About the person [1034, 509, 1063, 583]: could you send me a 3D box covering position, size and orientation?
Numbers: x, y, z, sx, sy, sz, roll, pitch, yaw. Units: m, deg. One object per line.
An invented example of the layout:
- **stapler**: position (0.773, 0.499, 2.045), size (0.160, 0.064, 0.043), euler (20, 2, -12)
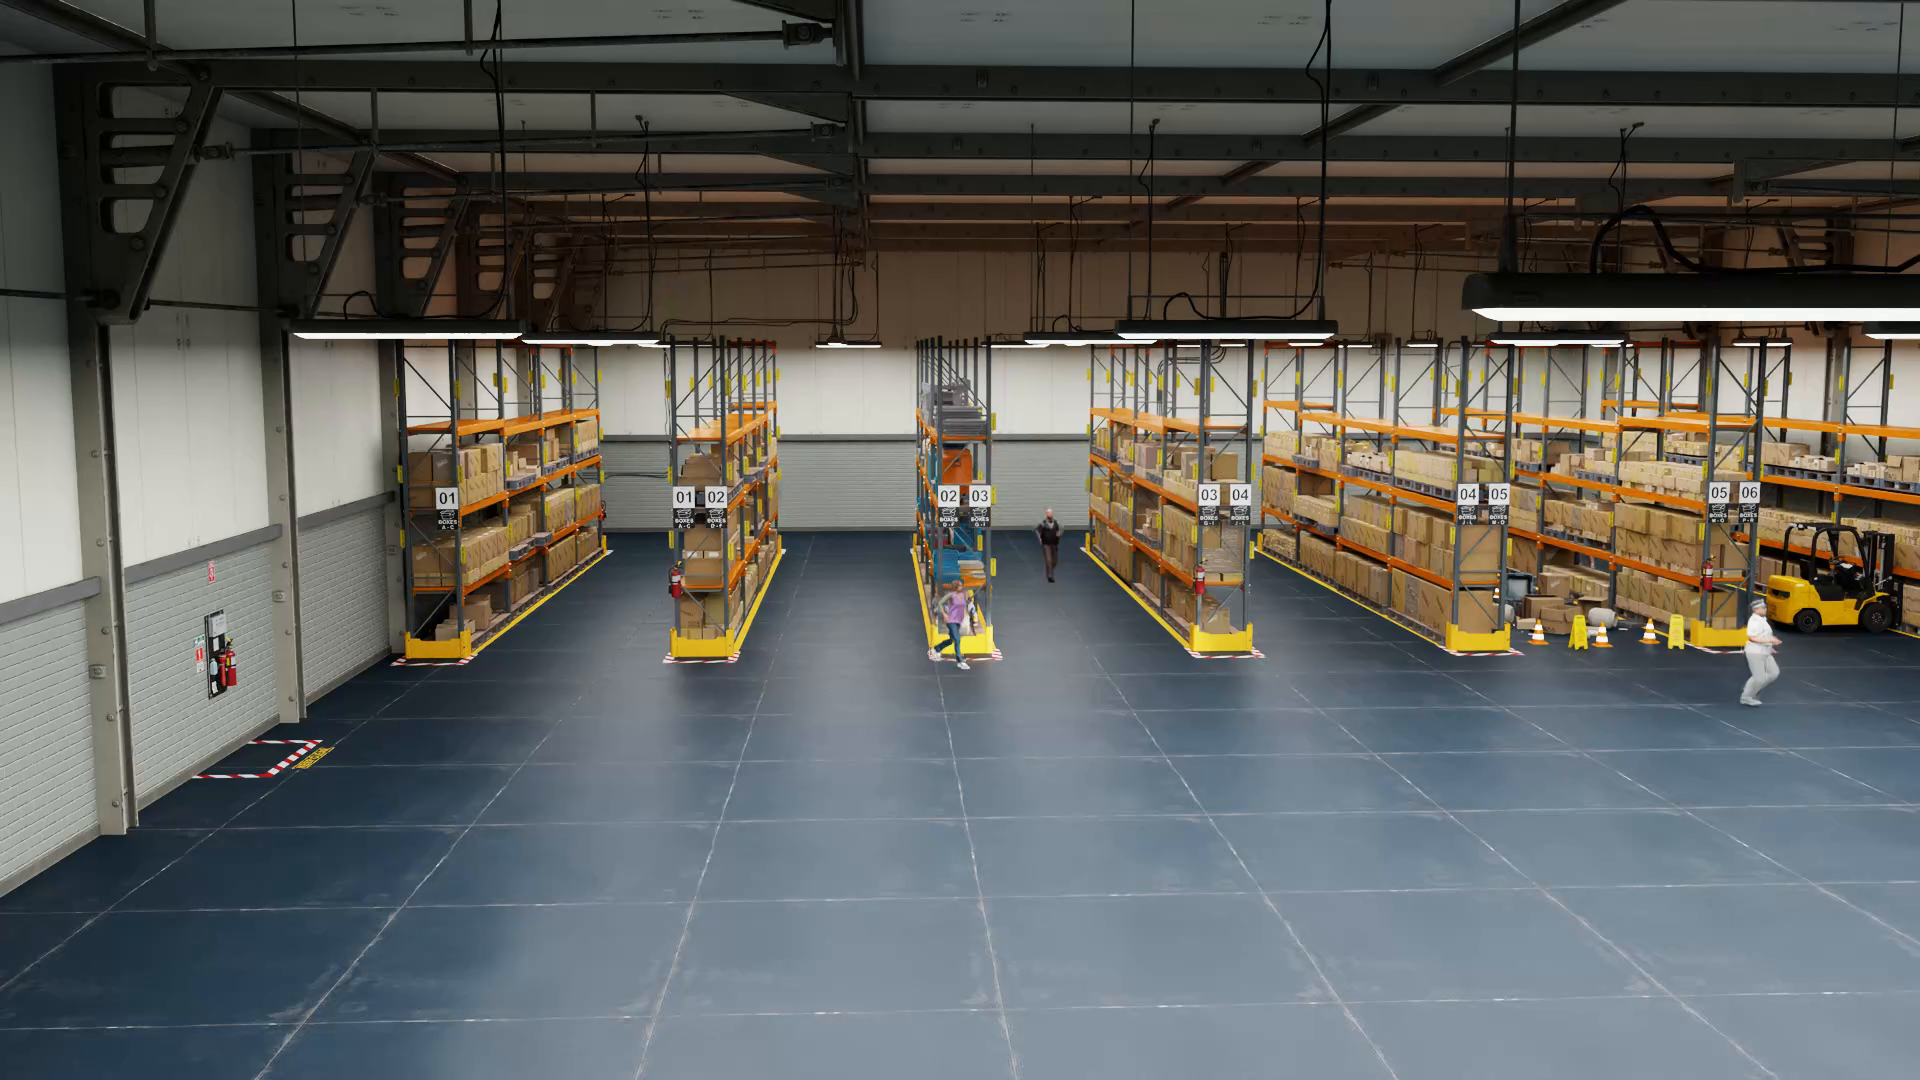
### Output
- **person**: position (2.119, 0.138, 39.255), size (0.670, 1.720, 0.796), euler (-2, 7, -14)

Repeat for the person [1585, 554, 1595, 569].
- **person**: position (16.183, -0.007, 43.177), size (0.582, 1.708, 0.902), euler (0, 6, 0)

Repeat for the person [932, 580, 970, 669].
- **person**: position (-0.106, 1.505, 30.208), size (0.918, 1.579, 0.577), euler (5, 8, 38)

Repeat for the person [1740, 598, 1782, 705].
- **person**: position (12.942, 1.816, 26.793), size (0.621, 1.764, 0.648), euler (6, 9, 43)
